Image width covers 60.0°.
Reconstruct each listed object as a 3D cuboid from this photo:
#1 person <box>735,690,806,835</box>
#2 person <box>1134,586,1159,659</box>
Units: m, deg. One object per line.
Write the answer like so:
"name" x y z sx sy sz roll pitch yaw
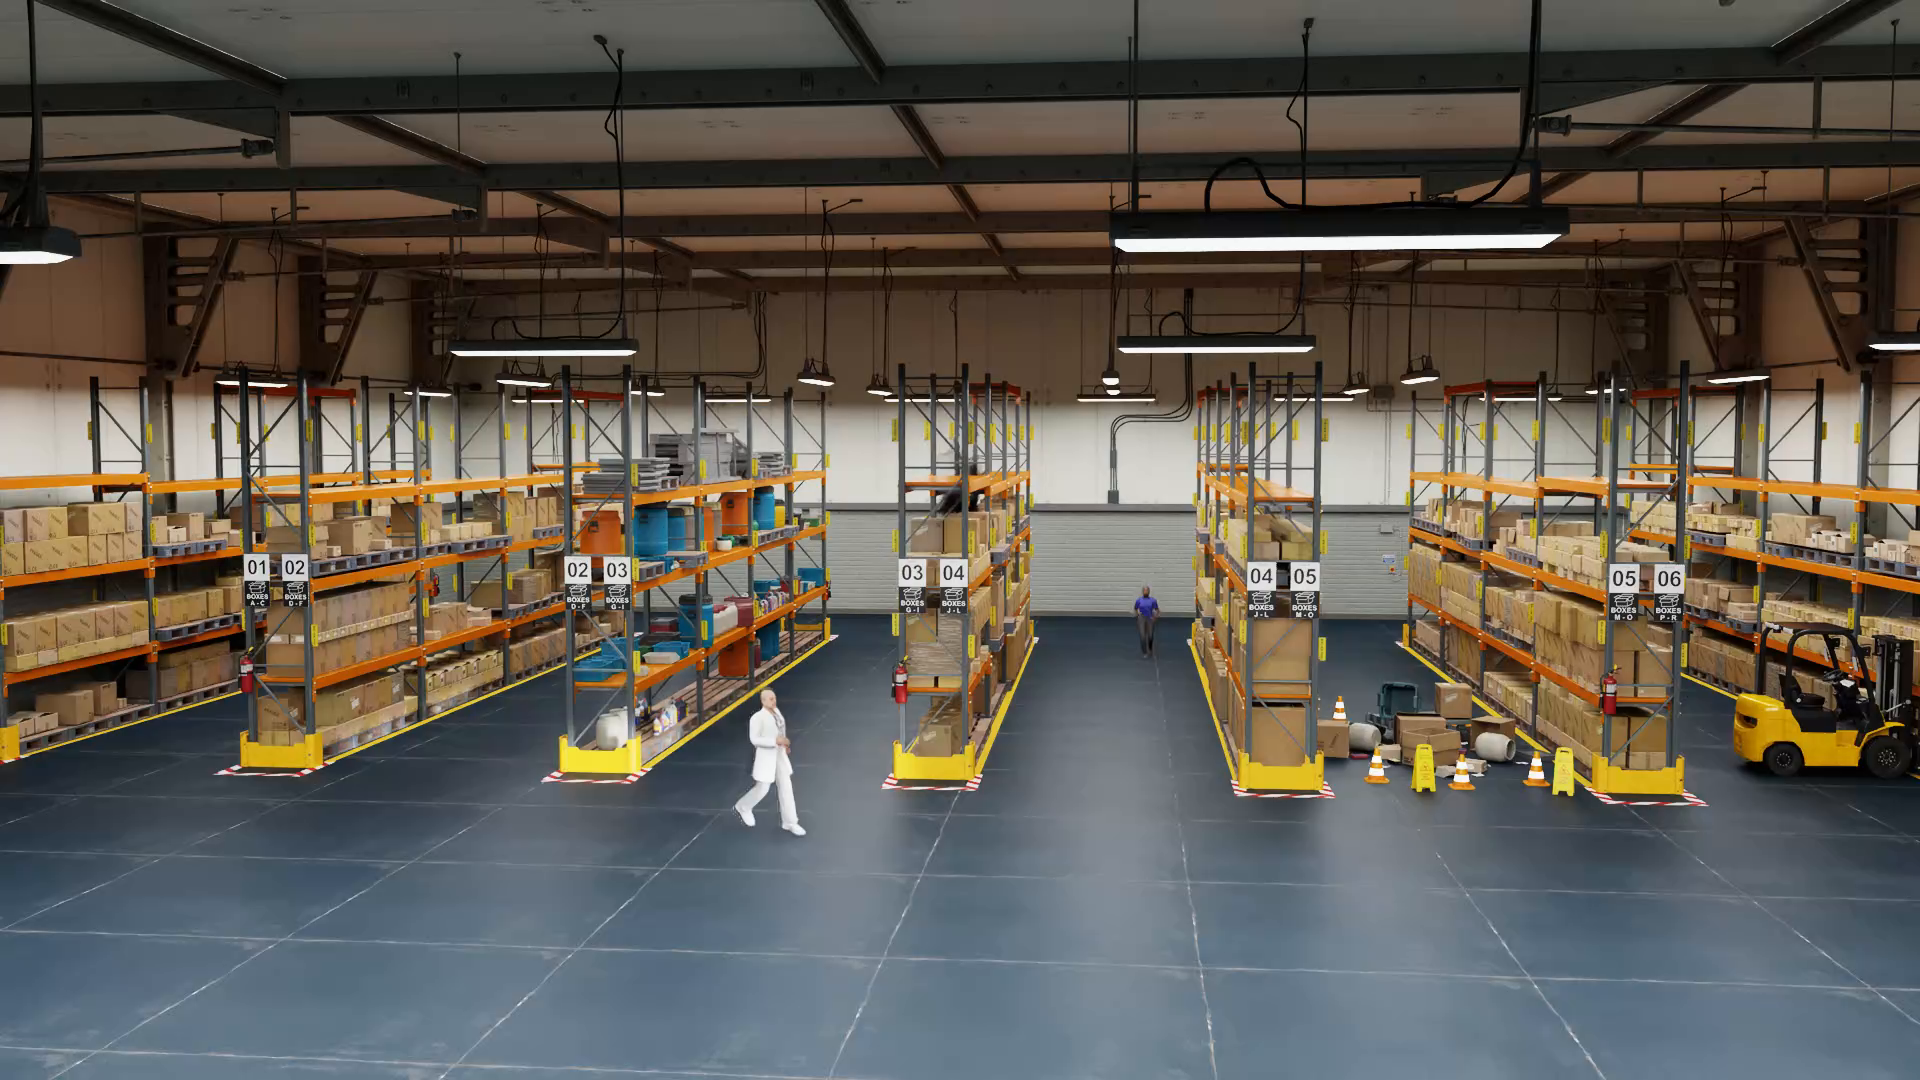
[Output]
"person" -2.374 2.752 20.767 1.070 1.773 0.707 3 5 36
"person" 4.120 1.830 36.789 0.567 1.611 0.557 0 4 7
